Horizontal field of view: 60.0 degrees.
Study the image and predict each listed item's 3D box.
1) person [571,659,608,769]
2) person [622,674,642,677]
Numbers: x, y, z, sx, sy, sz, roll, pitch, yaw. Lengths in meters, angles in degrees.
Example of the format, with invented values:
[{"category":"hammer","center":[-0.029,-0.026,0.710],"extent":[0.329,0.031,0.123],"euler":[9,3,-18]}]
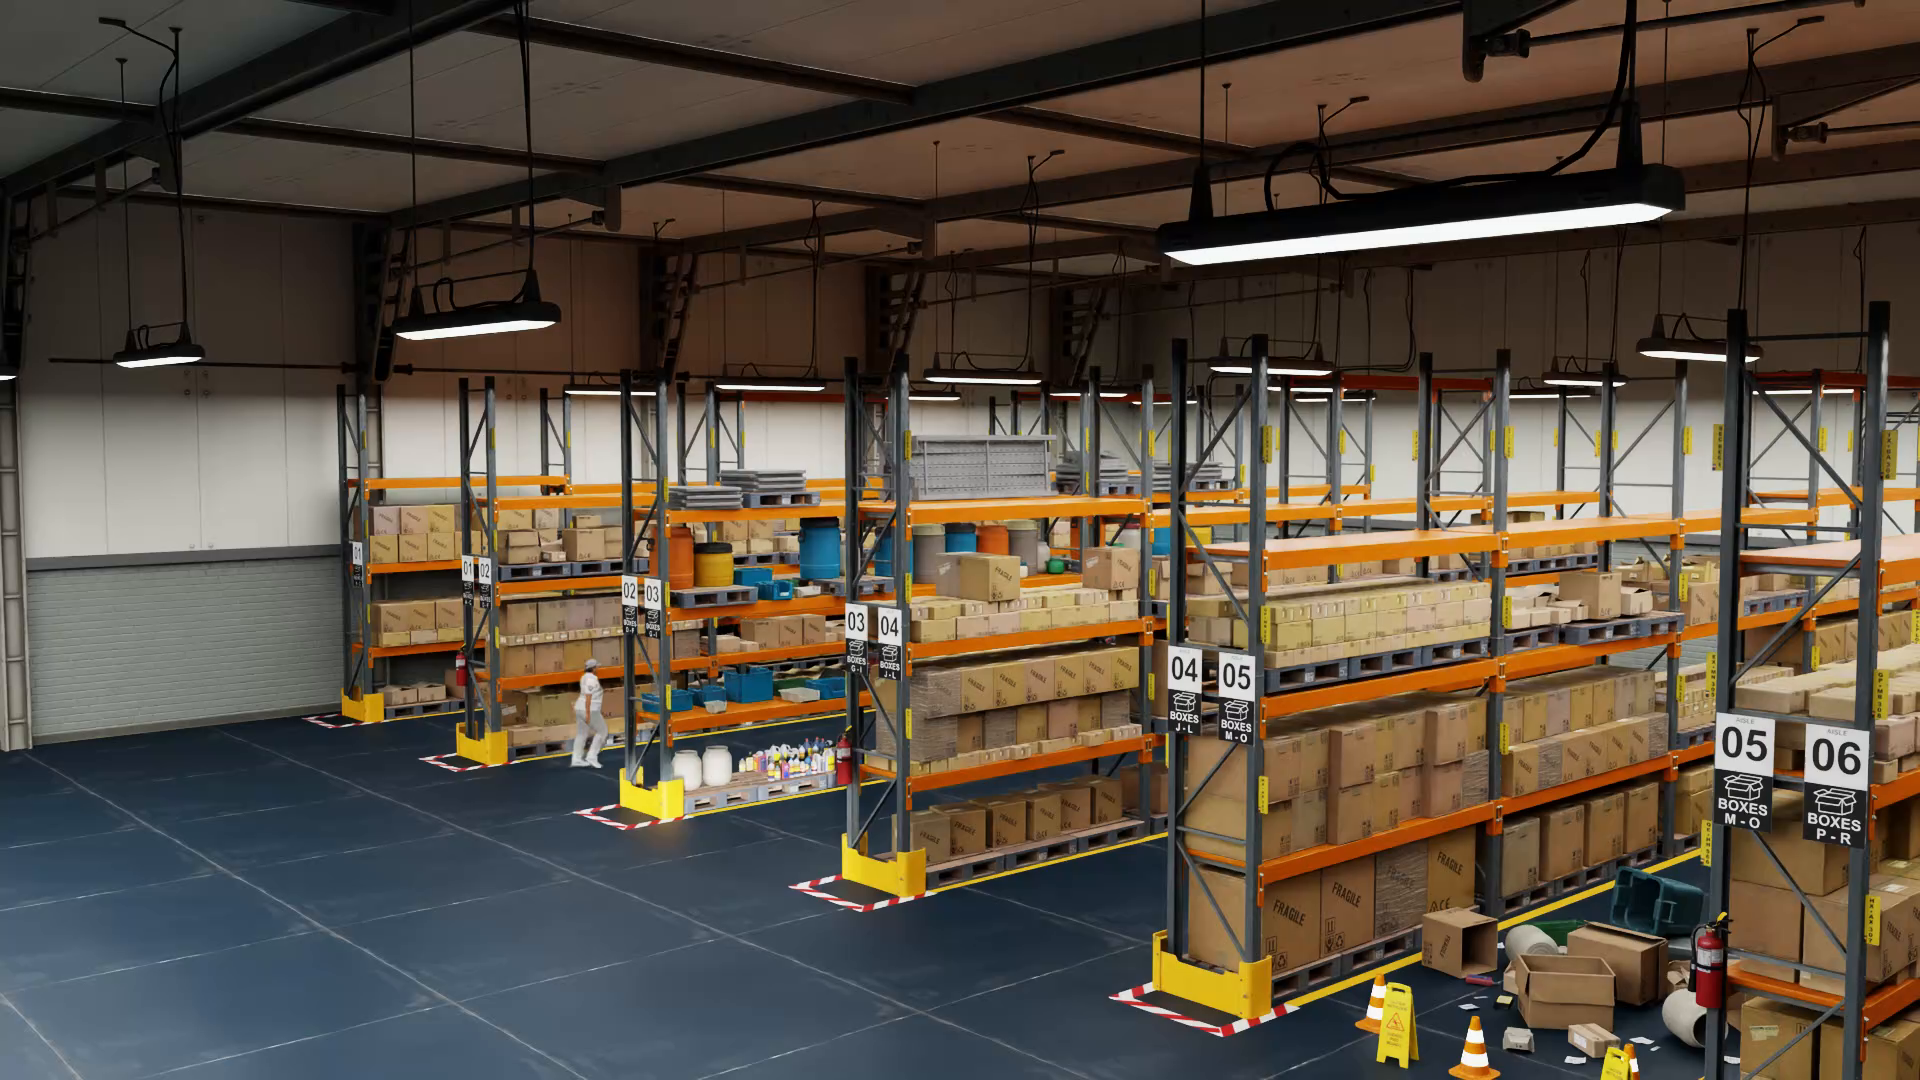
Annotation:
[{"category":"person","center":[-5.725,2.665,25.568],"extent":[0.523,1.674,0.514],"euler":[-2,4,-29]},{"category":"person","center":[-6.049,2.371,30.439],"extent":[0.437,1.546,0.967],"euler":[2,4,25]}]
